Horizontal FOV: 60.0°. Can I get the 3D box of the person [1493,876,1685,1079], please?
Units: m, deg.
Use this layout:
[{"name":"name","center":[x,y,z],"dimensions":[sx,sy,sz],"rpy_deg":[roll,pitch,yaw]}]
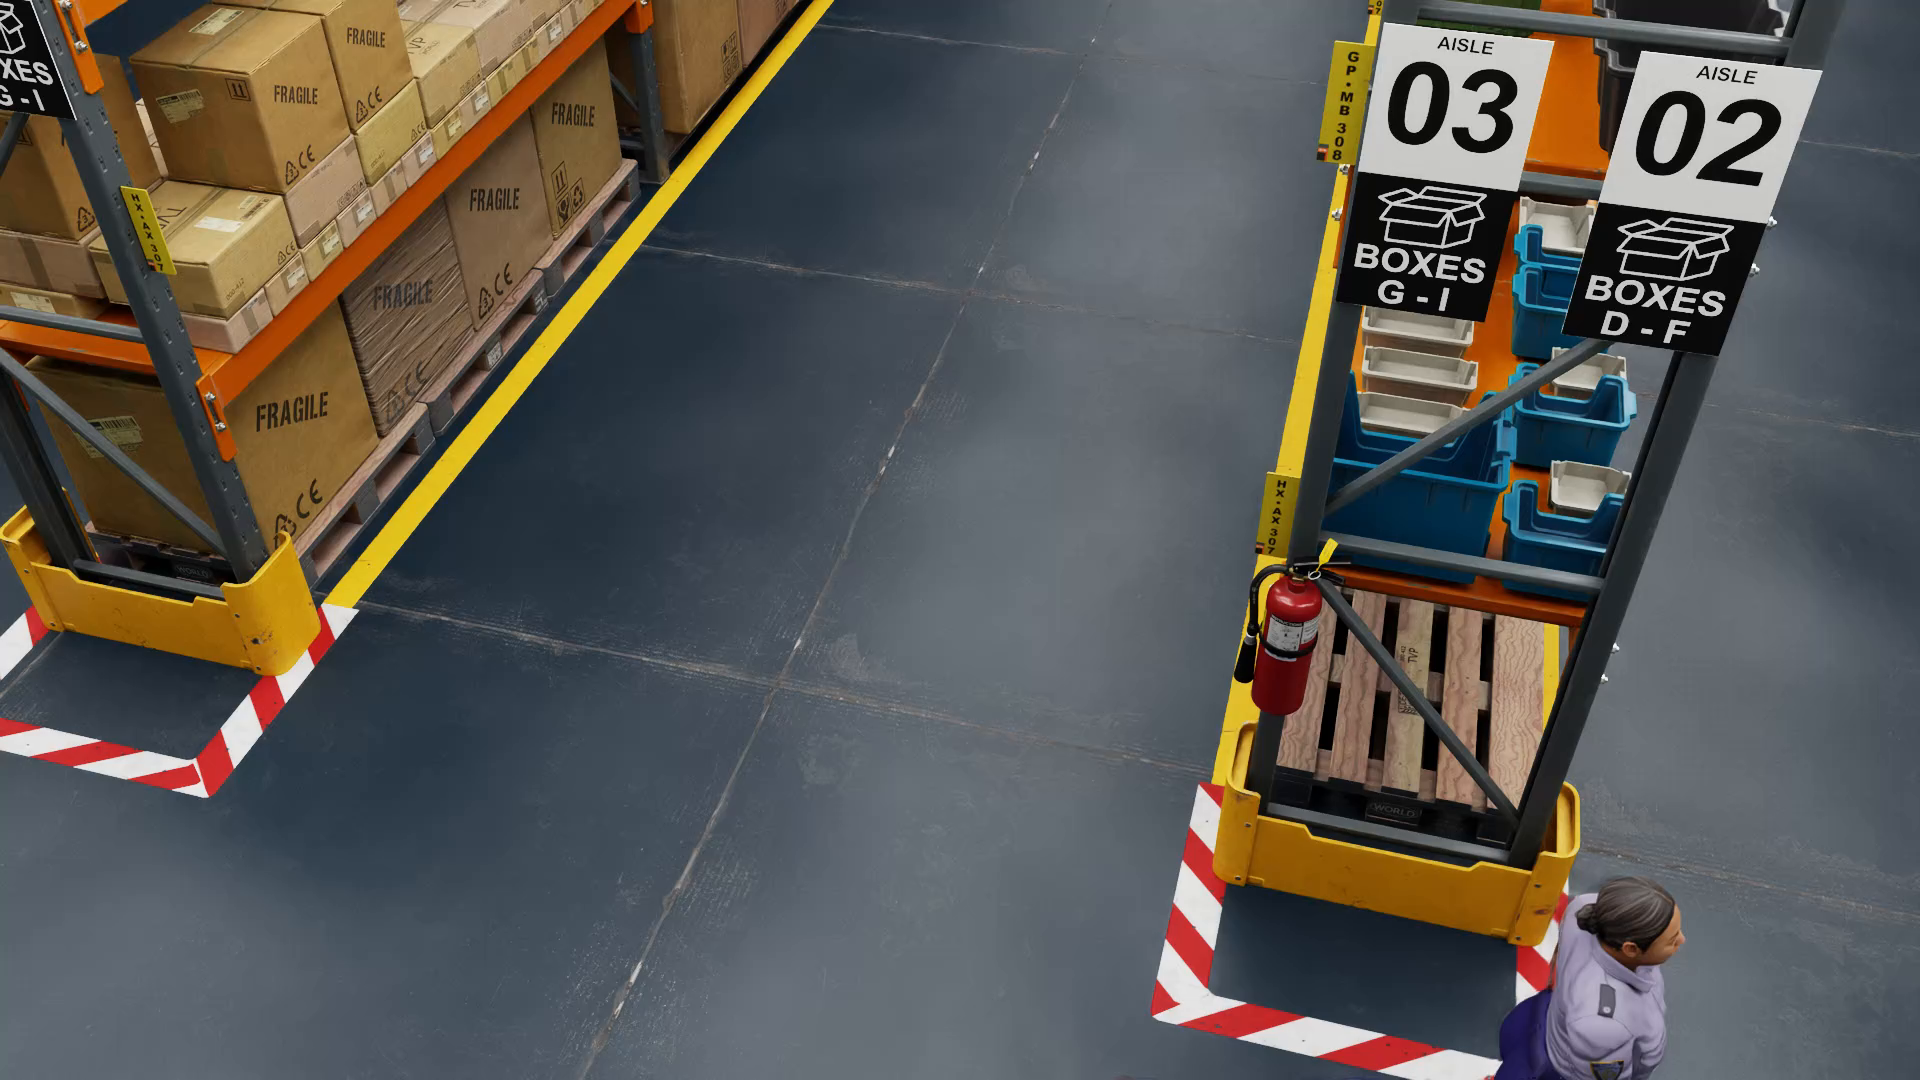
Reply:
[{"name":"person","center":[1.684,1.442,4.533],"dimensions":[0.453,1.689,0.595],"rpy_deg":[12,43,13]}]
